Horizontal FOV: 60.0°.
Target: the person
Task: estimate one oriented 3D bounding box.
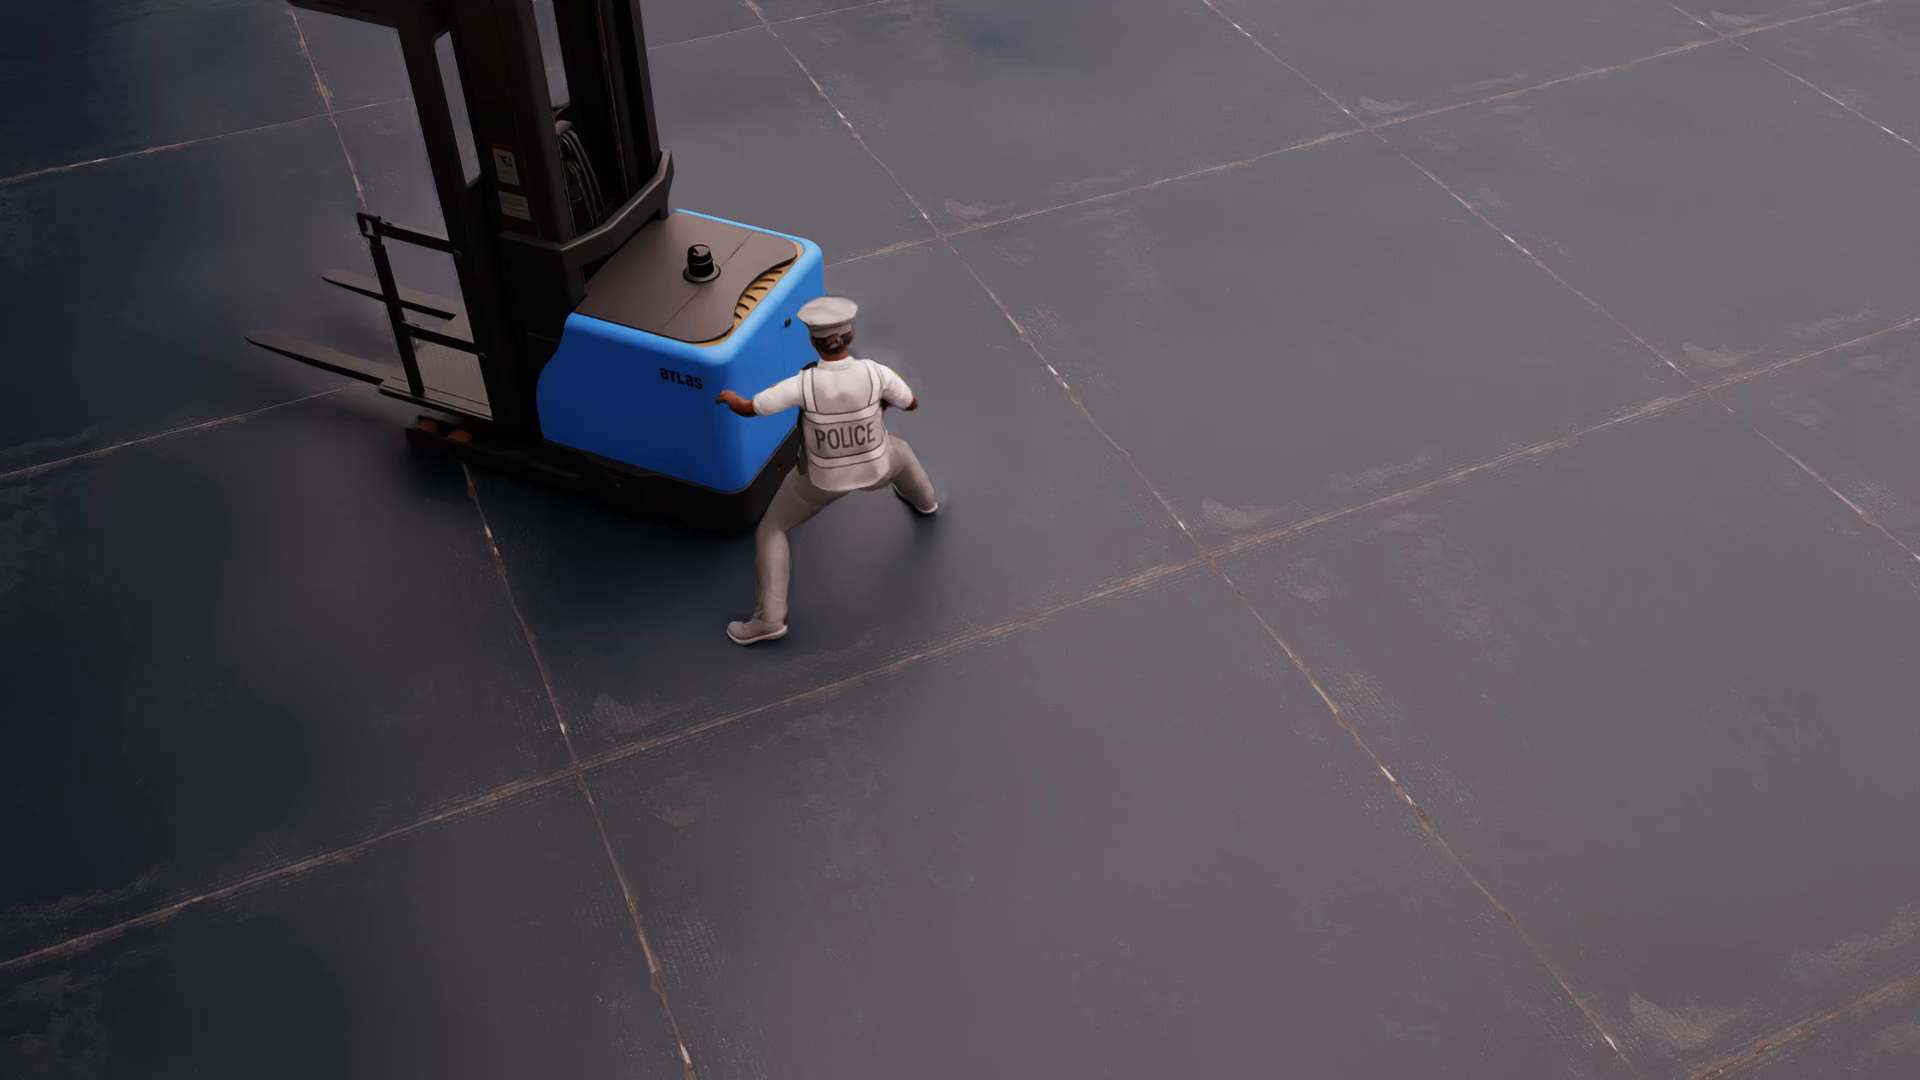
[{"bbox_3d":[-0.581,-0.423,7.223,1.098,1.491,0.937,-10,44,-11],"label":"person"}]

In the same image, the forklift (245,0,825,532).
[{"bbox_3d":[-2.193,-1.766,7.573,3.031,2.935,1.130,16,45,17],"label":"forklift"}]
